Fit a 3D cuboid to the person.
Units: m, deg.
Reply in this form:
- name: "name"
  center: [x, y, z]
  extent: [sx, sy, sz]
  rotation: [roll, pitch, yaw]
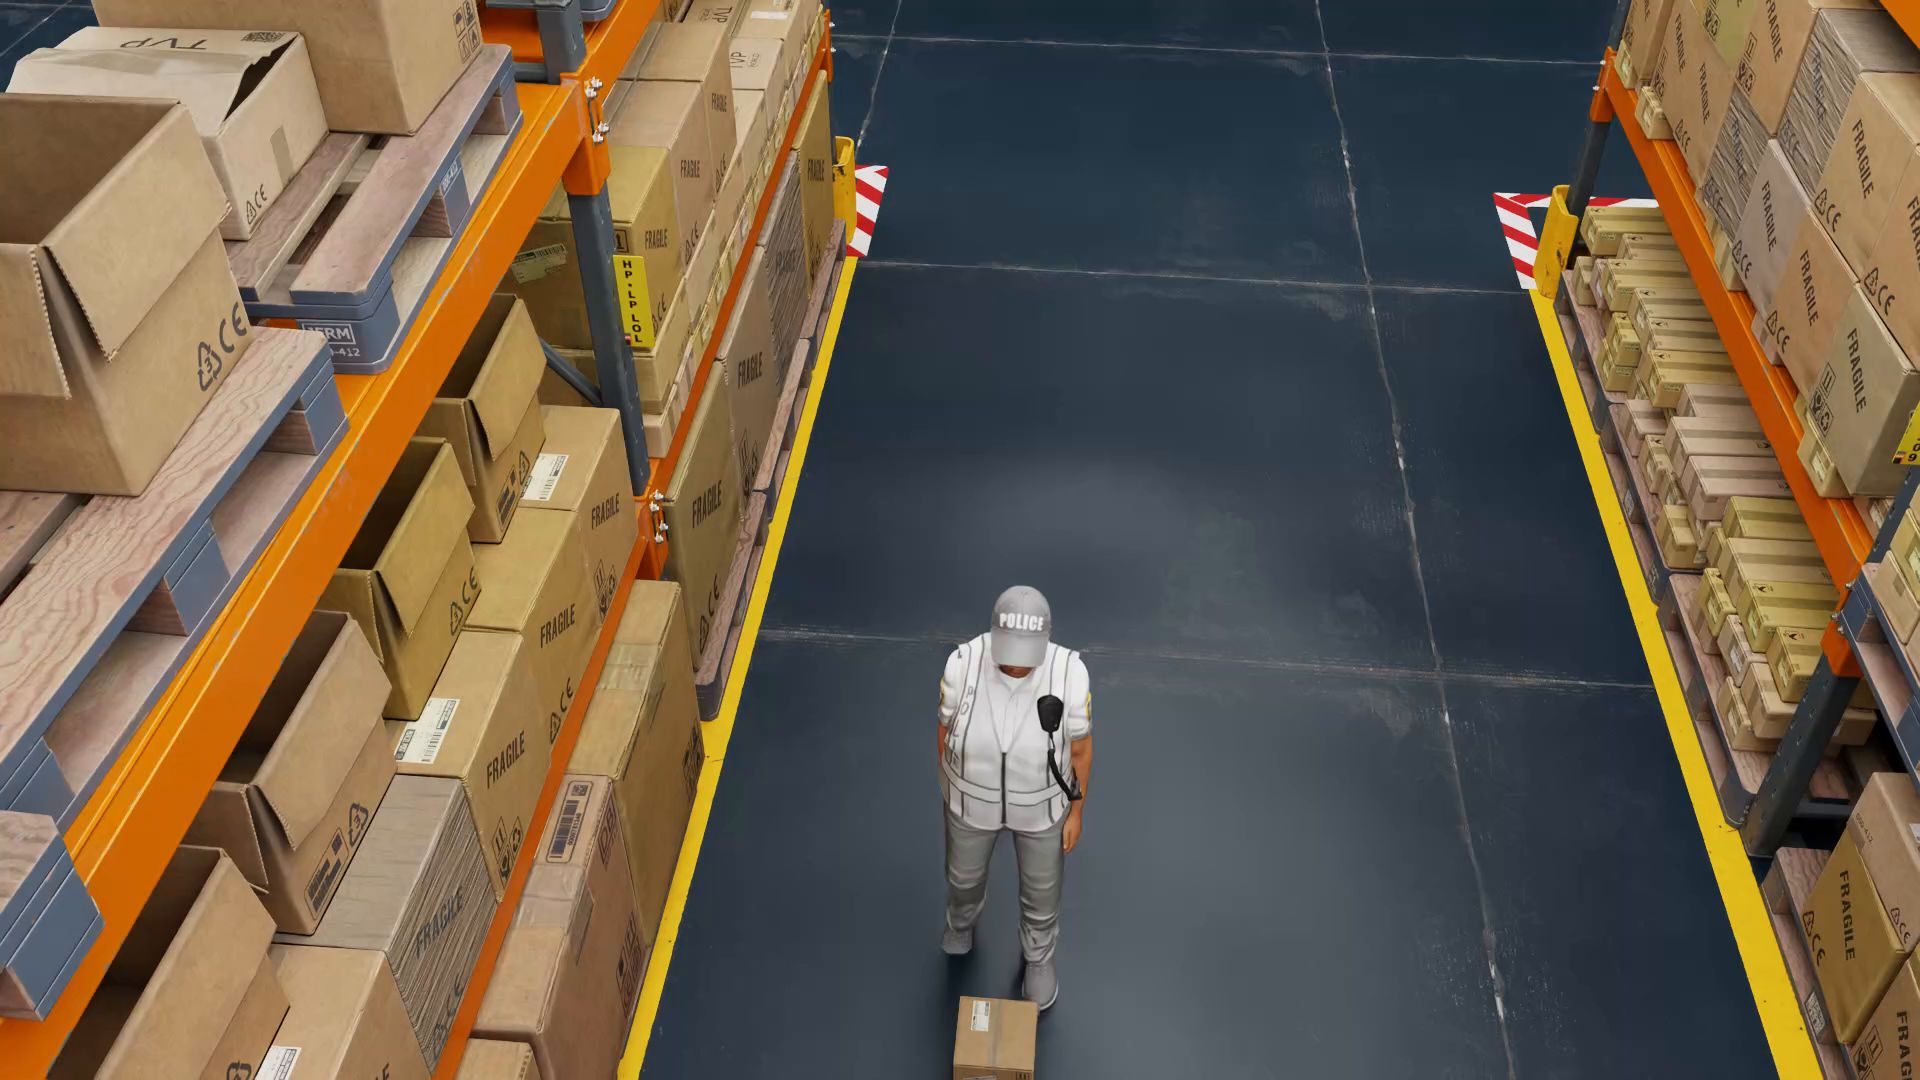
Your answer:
- name: "person"
  center: [0.162, 0.836, 5.225]
  extent: [0.481, 1.737, 0.423]
  rotation: [4, 40, 5]
